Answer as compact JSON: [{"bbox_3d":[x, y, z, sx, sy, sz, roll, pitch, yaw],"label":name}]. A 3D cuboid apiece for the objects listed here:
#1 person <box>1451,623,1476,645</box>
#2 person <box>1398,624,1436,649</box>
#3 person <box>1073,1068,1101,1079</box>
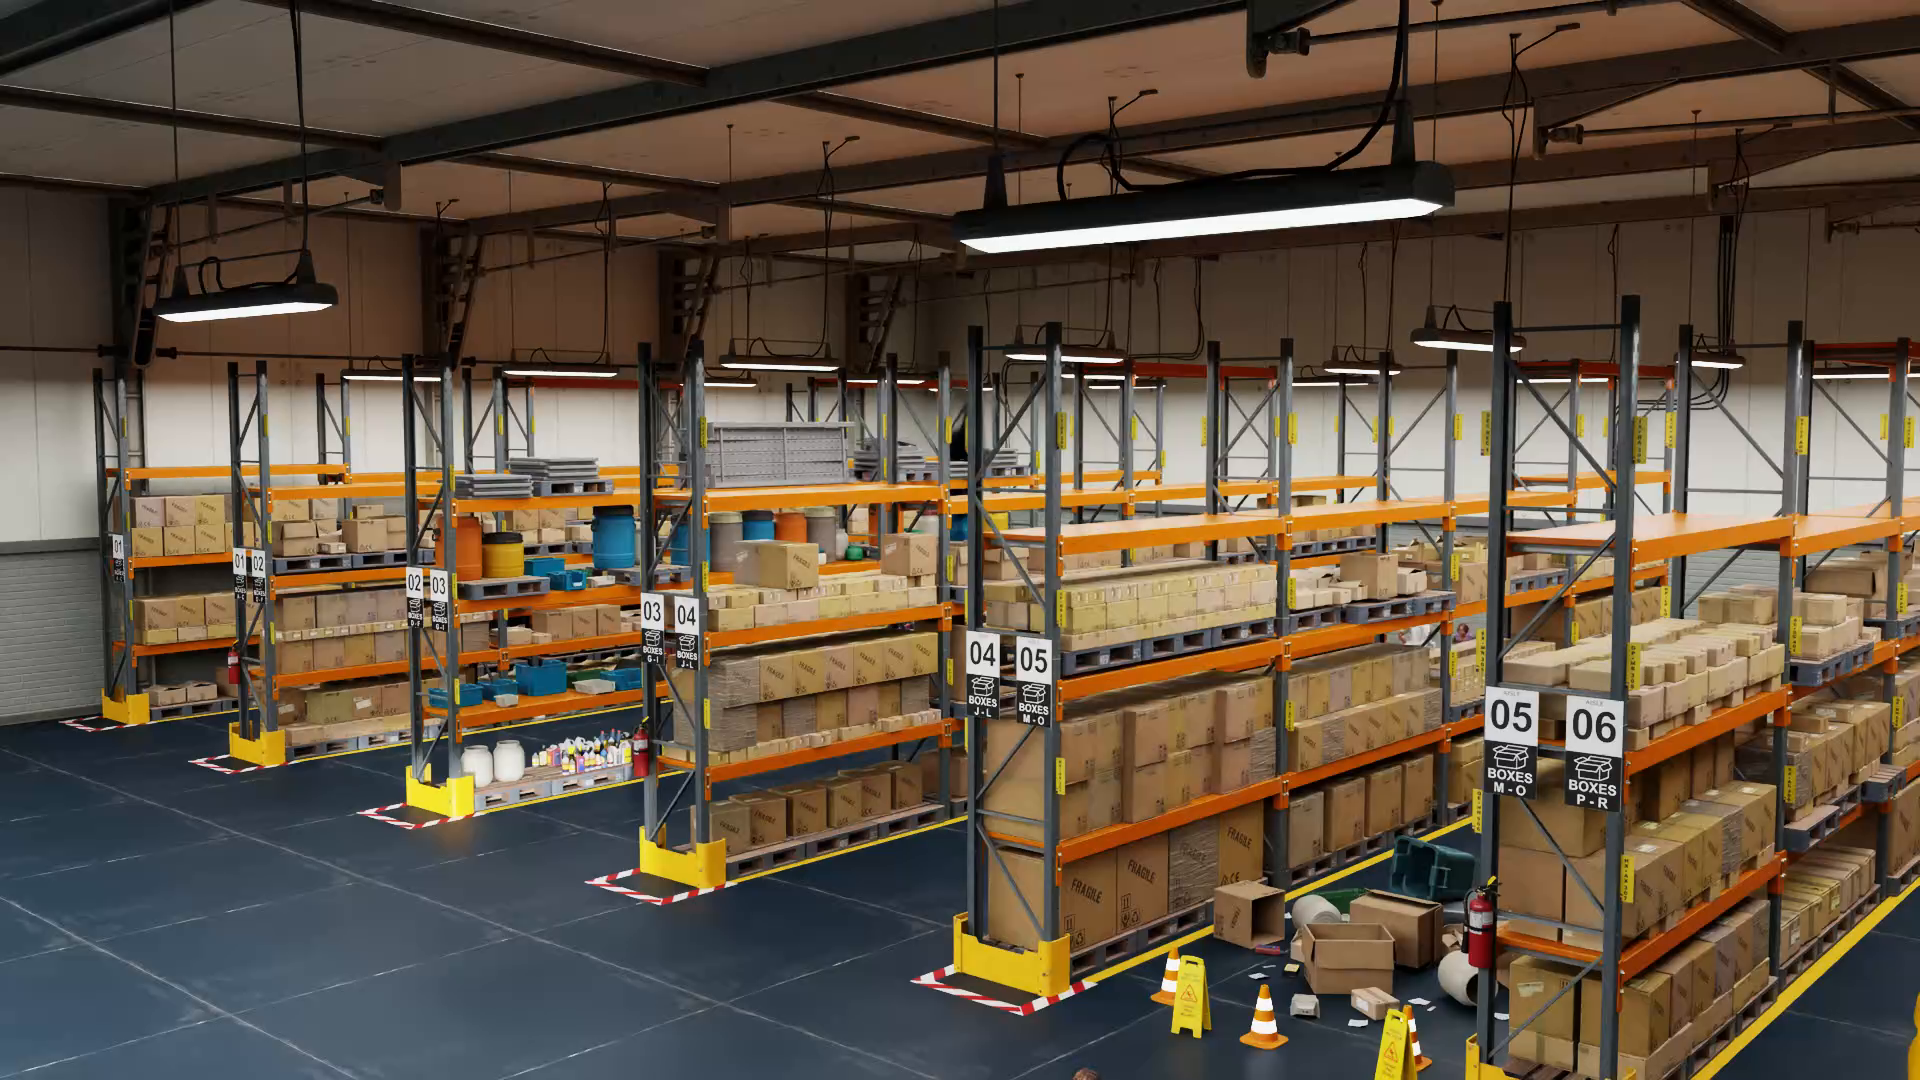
[{"bbox_3d":[9.101,2.224,29.894,0.547,1.547,0.855,2,5,26],"label":"person"},{"bbox_3d":[8.449,2.028,30.765,0.713,1.727,0.645,-1,4,-11],"label":"person"},{"bbox_3d":[0.702,3.707,9.465,0.524,1.525,0.718,1,4,7],"label":"person"}]
